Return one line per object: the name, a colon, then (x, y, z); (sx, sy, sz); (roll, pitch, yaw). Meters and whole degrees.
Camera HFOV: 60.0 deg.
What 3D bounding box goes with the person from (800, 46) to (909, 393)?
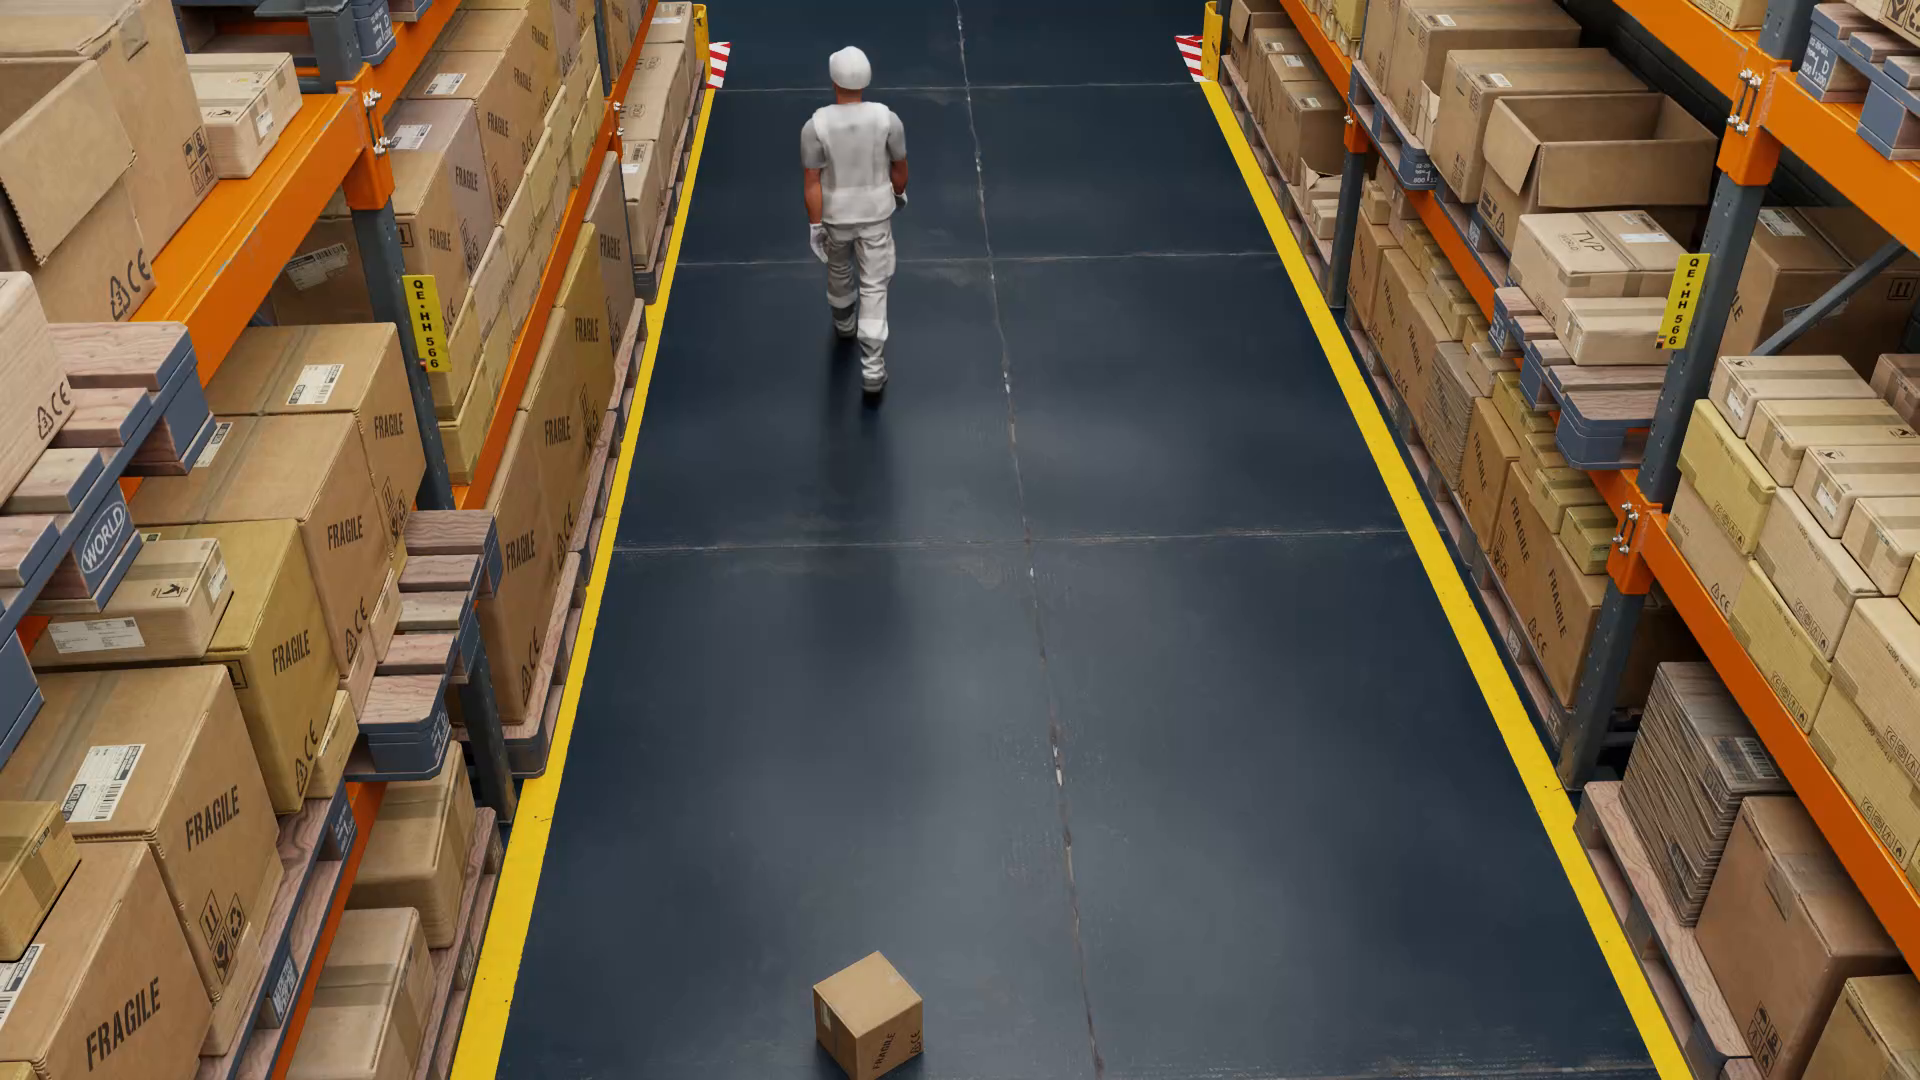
person: (-0.529, -1.706, 8.567); (0.534, 1.743, 1.043); (-1, 35, -2)
